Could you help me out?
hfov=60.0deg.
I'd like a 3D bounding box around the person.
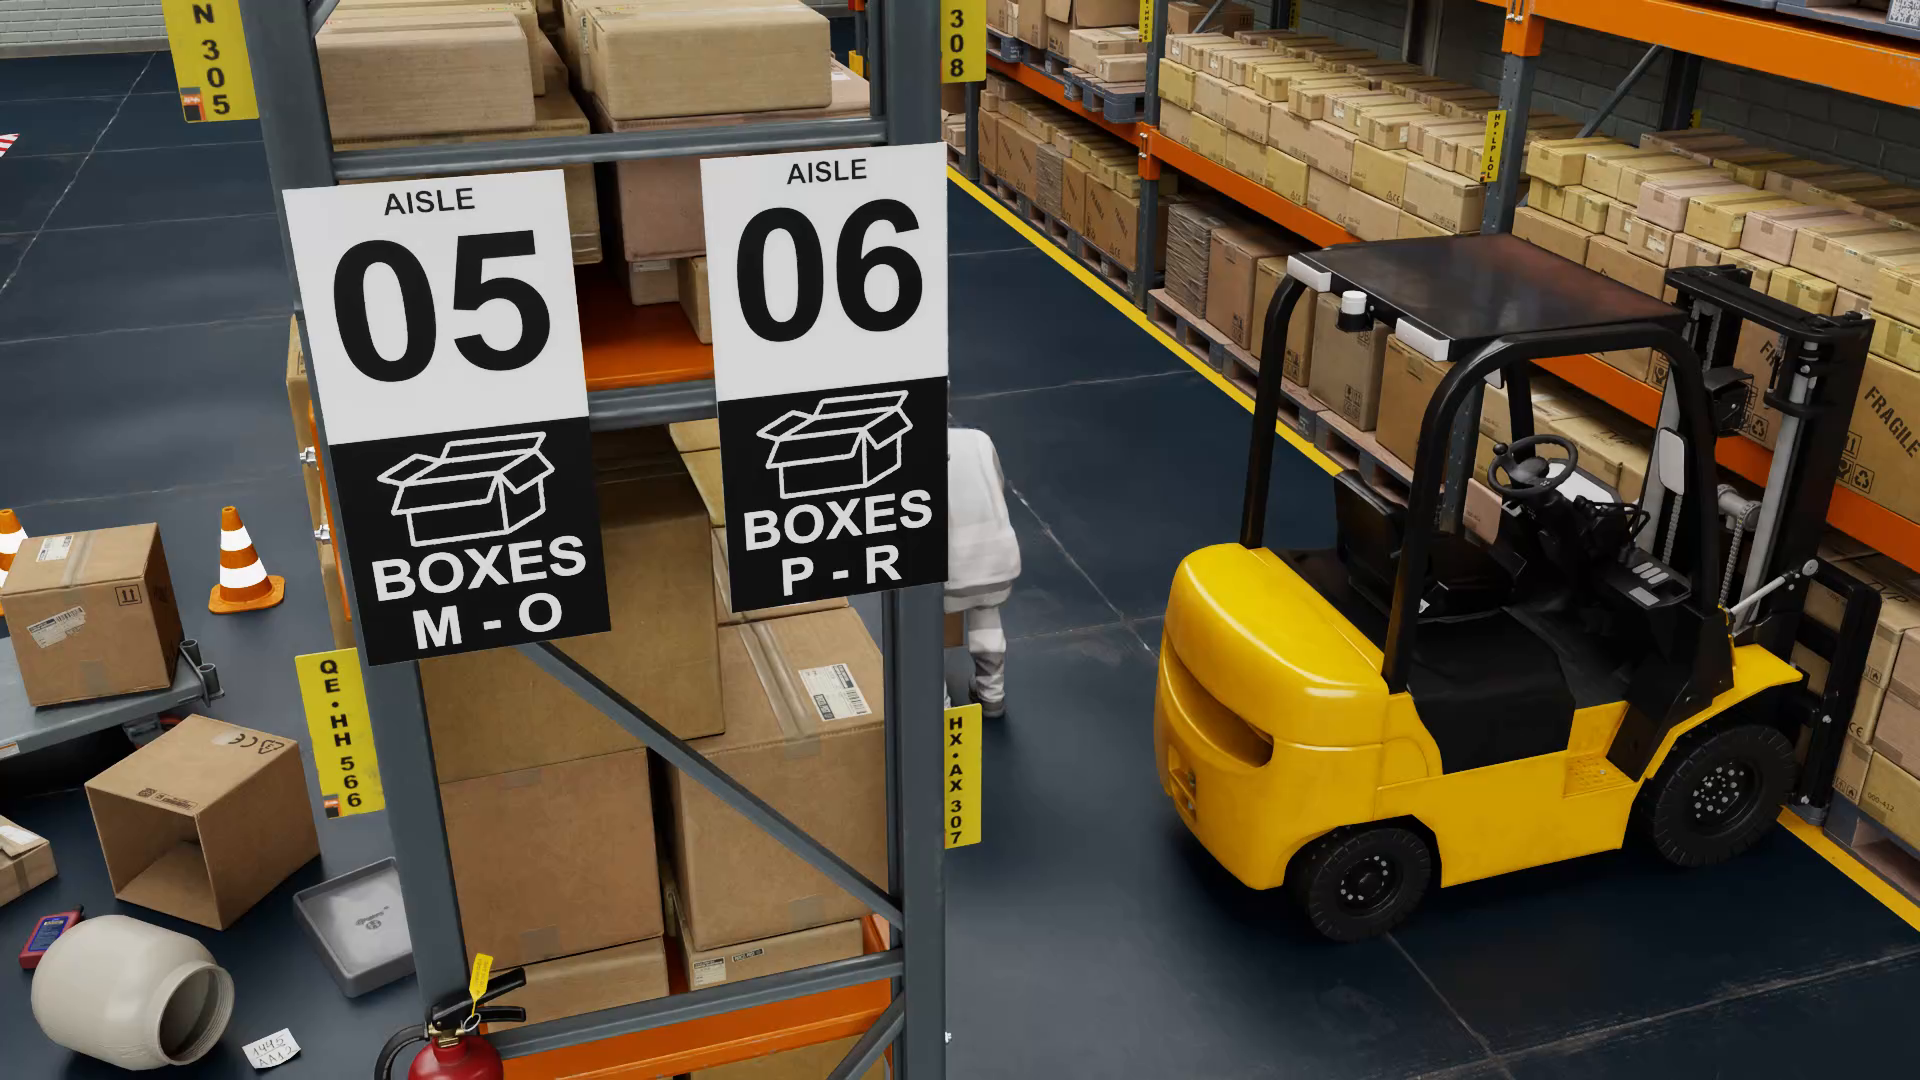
[{"bbox_3d":[-0.071,0.076,6.892,0.585,1.384,0.780,-9,27,-17],"label":"person"}]
